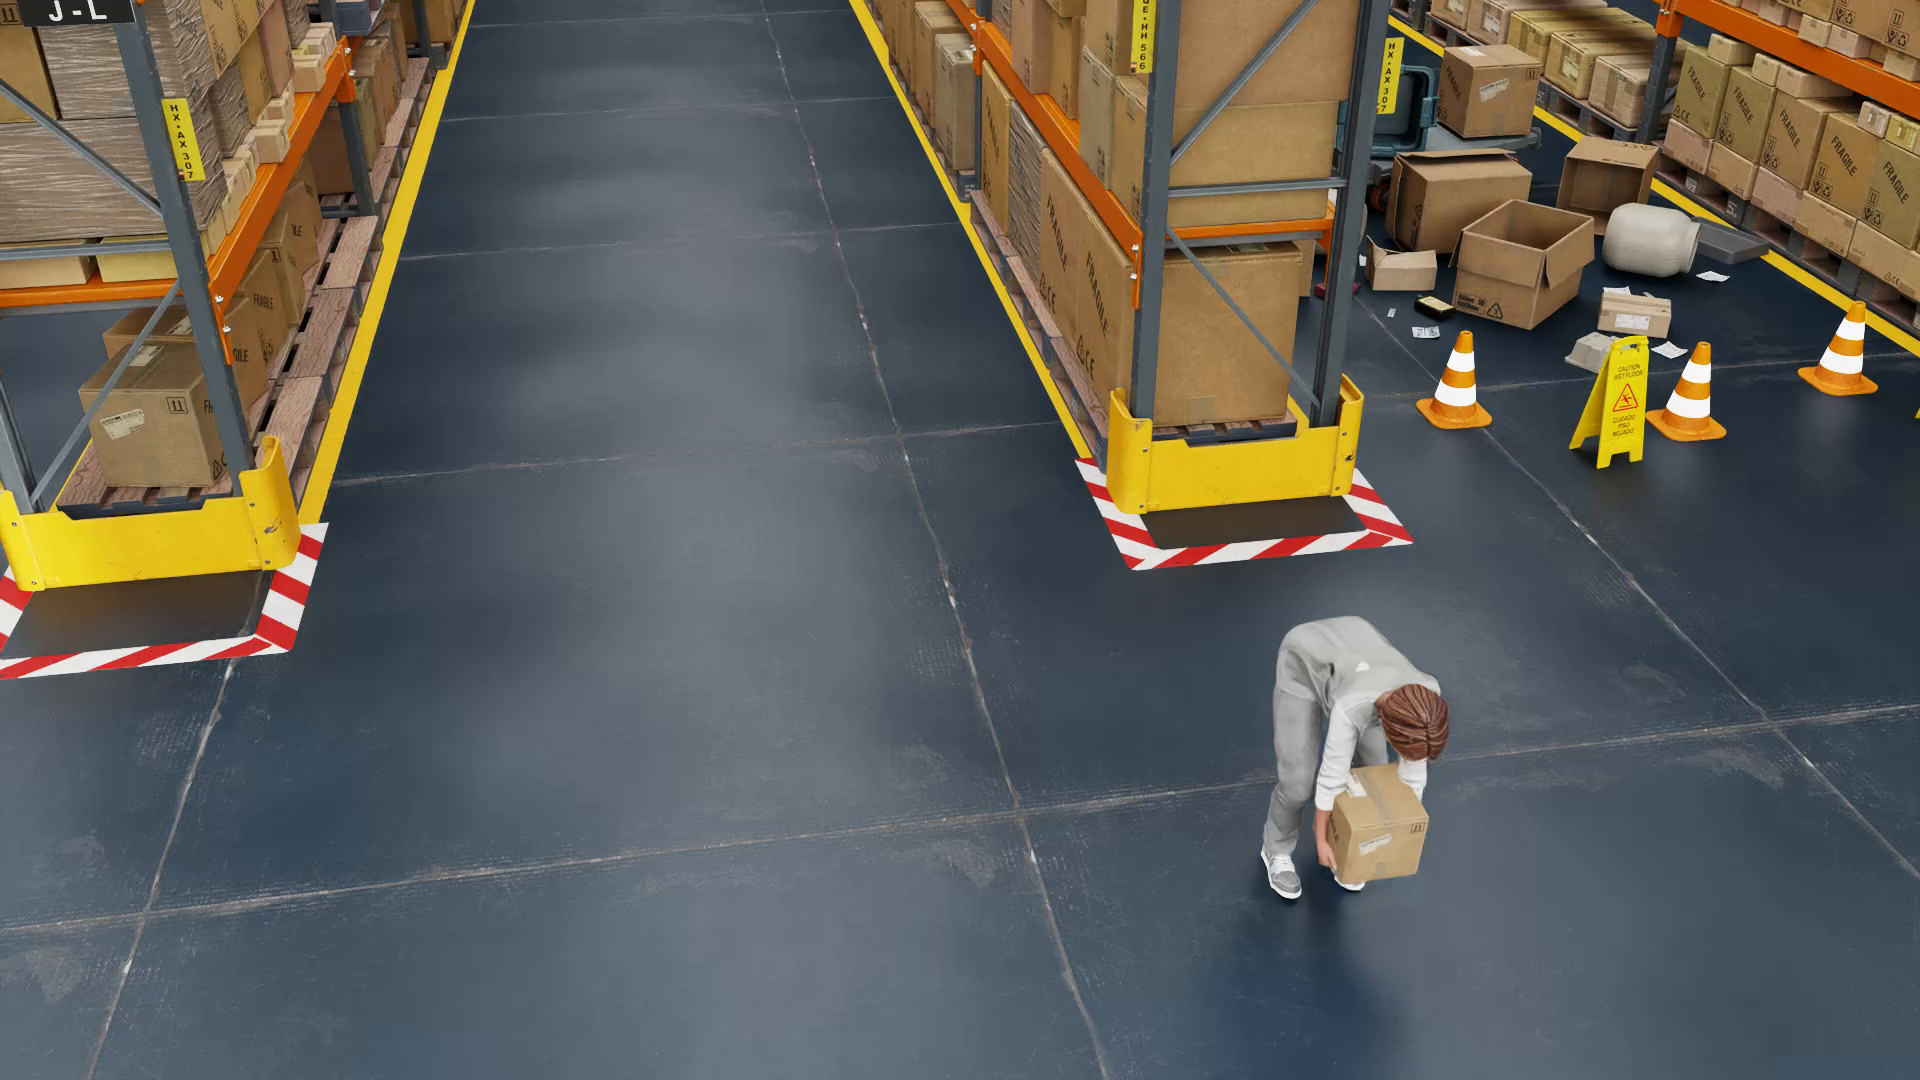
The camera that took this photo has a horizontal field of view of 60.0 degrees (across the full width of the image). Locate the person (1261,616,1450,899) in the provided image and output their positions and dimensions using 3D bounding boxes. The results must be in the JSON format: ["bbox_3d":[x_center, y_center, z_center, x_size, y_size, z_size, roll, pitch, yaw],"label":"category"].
[{"bbox_3d":[1.255,0.769,5.314,0.385,1.139,0.848,-6,32,-10],"label":"person"}]
